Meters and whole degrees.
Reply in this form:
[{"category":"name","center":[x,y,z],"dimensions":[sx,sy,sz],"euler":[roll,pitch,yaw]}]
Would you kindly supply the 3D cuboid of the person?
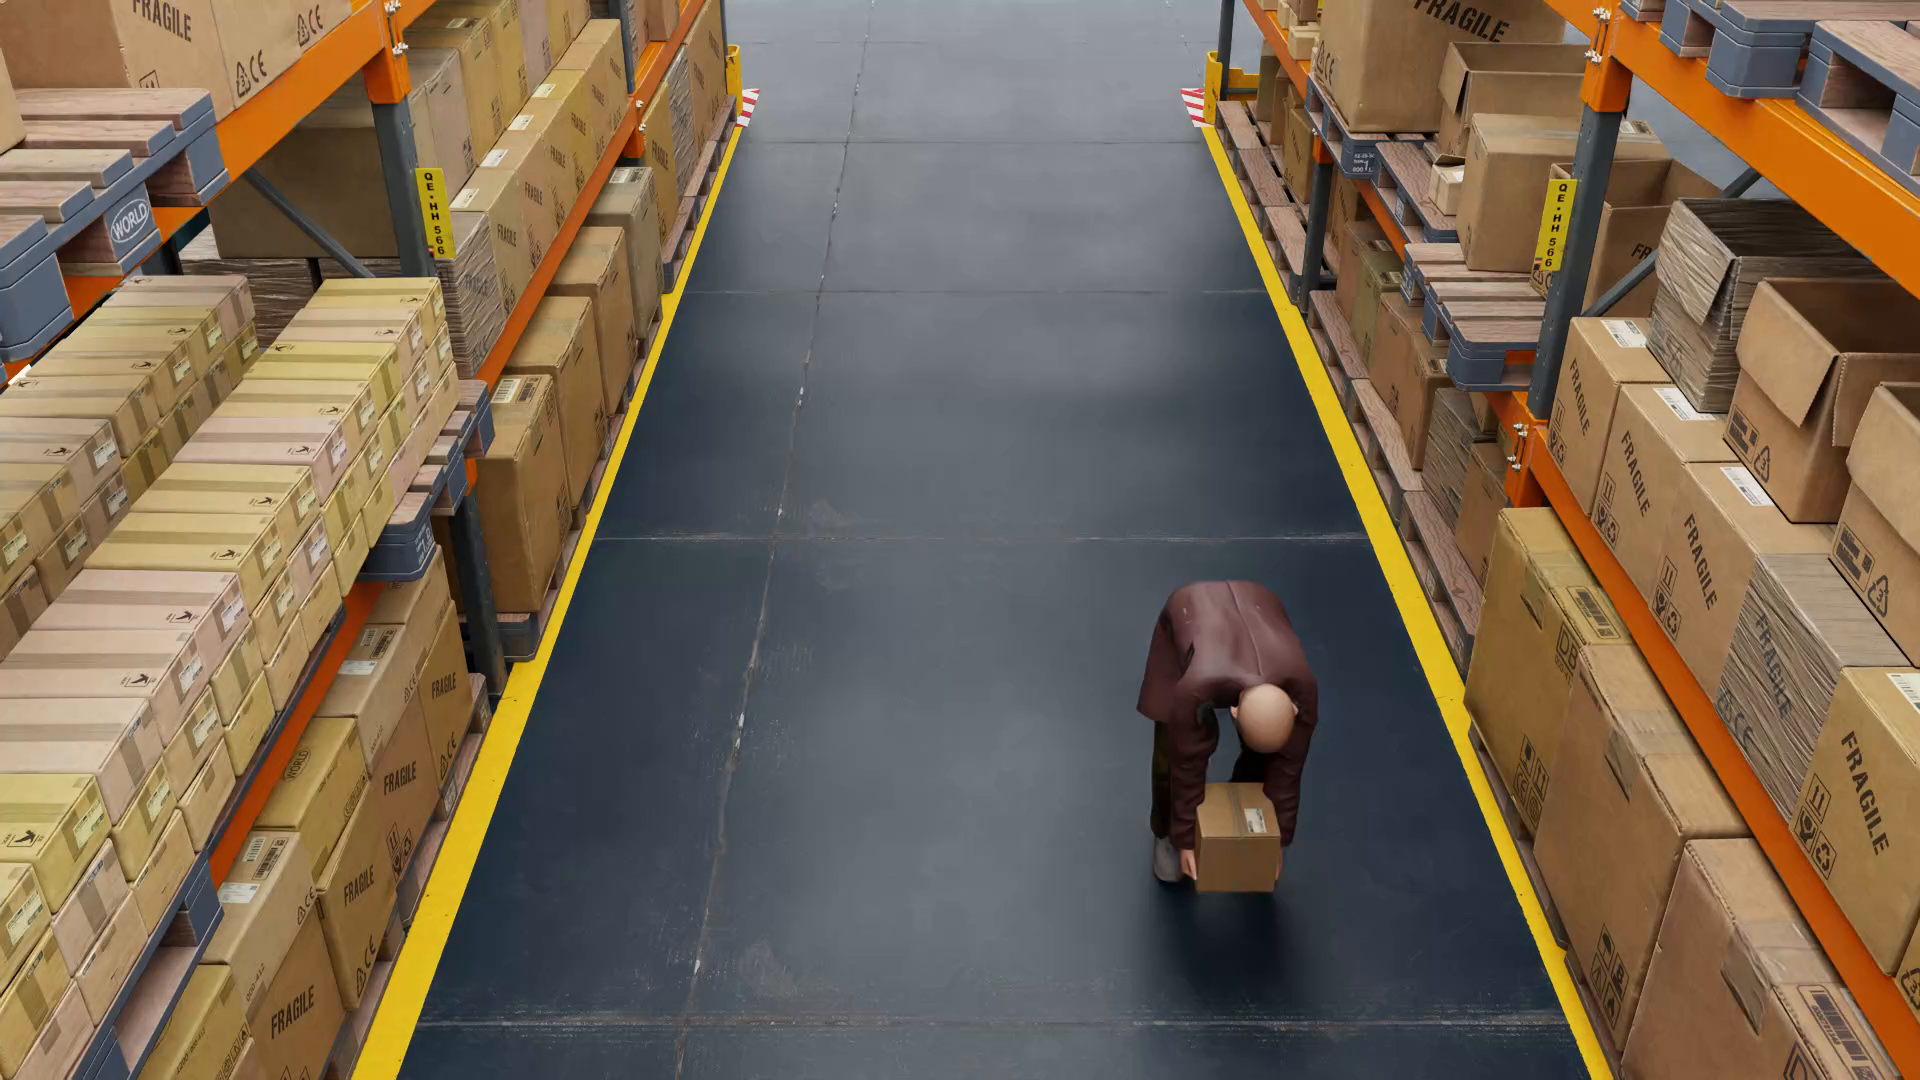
[{"category":"person","center":[0.888,0.749,5.512],"dimensions":[0.565,1.154,0.945],"euler":[-1,31,-2]}]
